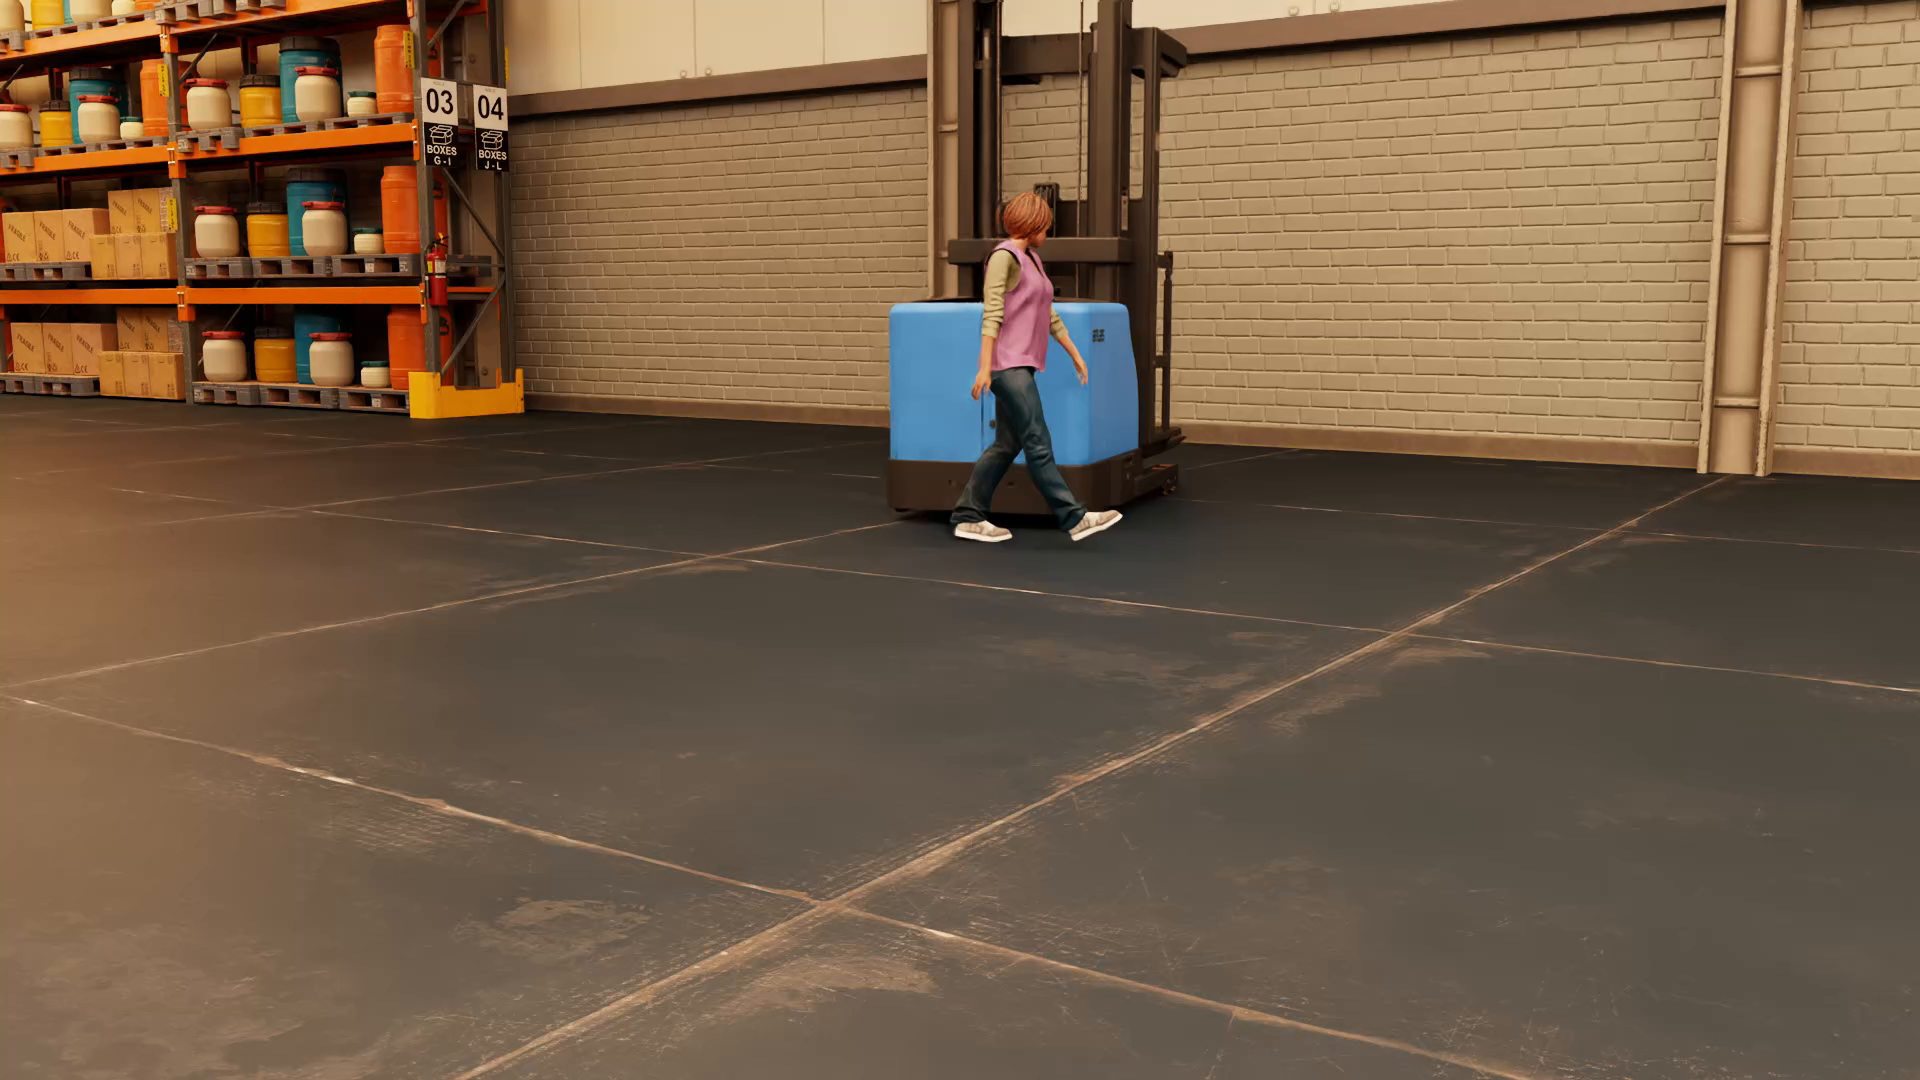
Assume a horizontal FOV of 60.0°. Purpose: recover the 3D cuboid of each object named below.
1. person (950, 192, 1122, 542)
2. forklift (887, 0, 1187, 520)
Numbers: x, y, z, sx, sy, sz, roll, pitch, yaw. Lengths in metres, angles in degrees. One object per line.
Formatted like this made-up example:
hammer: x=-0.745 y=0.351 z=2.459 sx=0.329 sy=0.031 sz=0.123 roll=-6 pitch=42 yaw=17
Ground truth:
person: x=0.331 y=-0.743 z=7.333 sx=0.828 sy=1.556 sz=0.583 roll=3 pitch=8 yaw=17
forklift: x=0.618 y=-1.714 z=9.245 sx=1.130 sy=2.935 sz=3.031 roll=3 pitch=9 yaw=20
